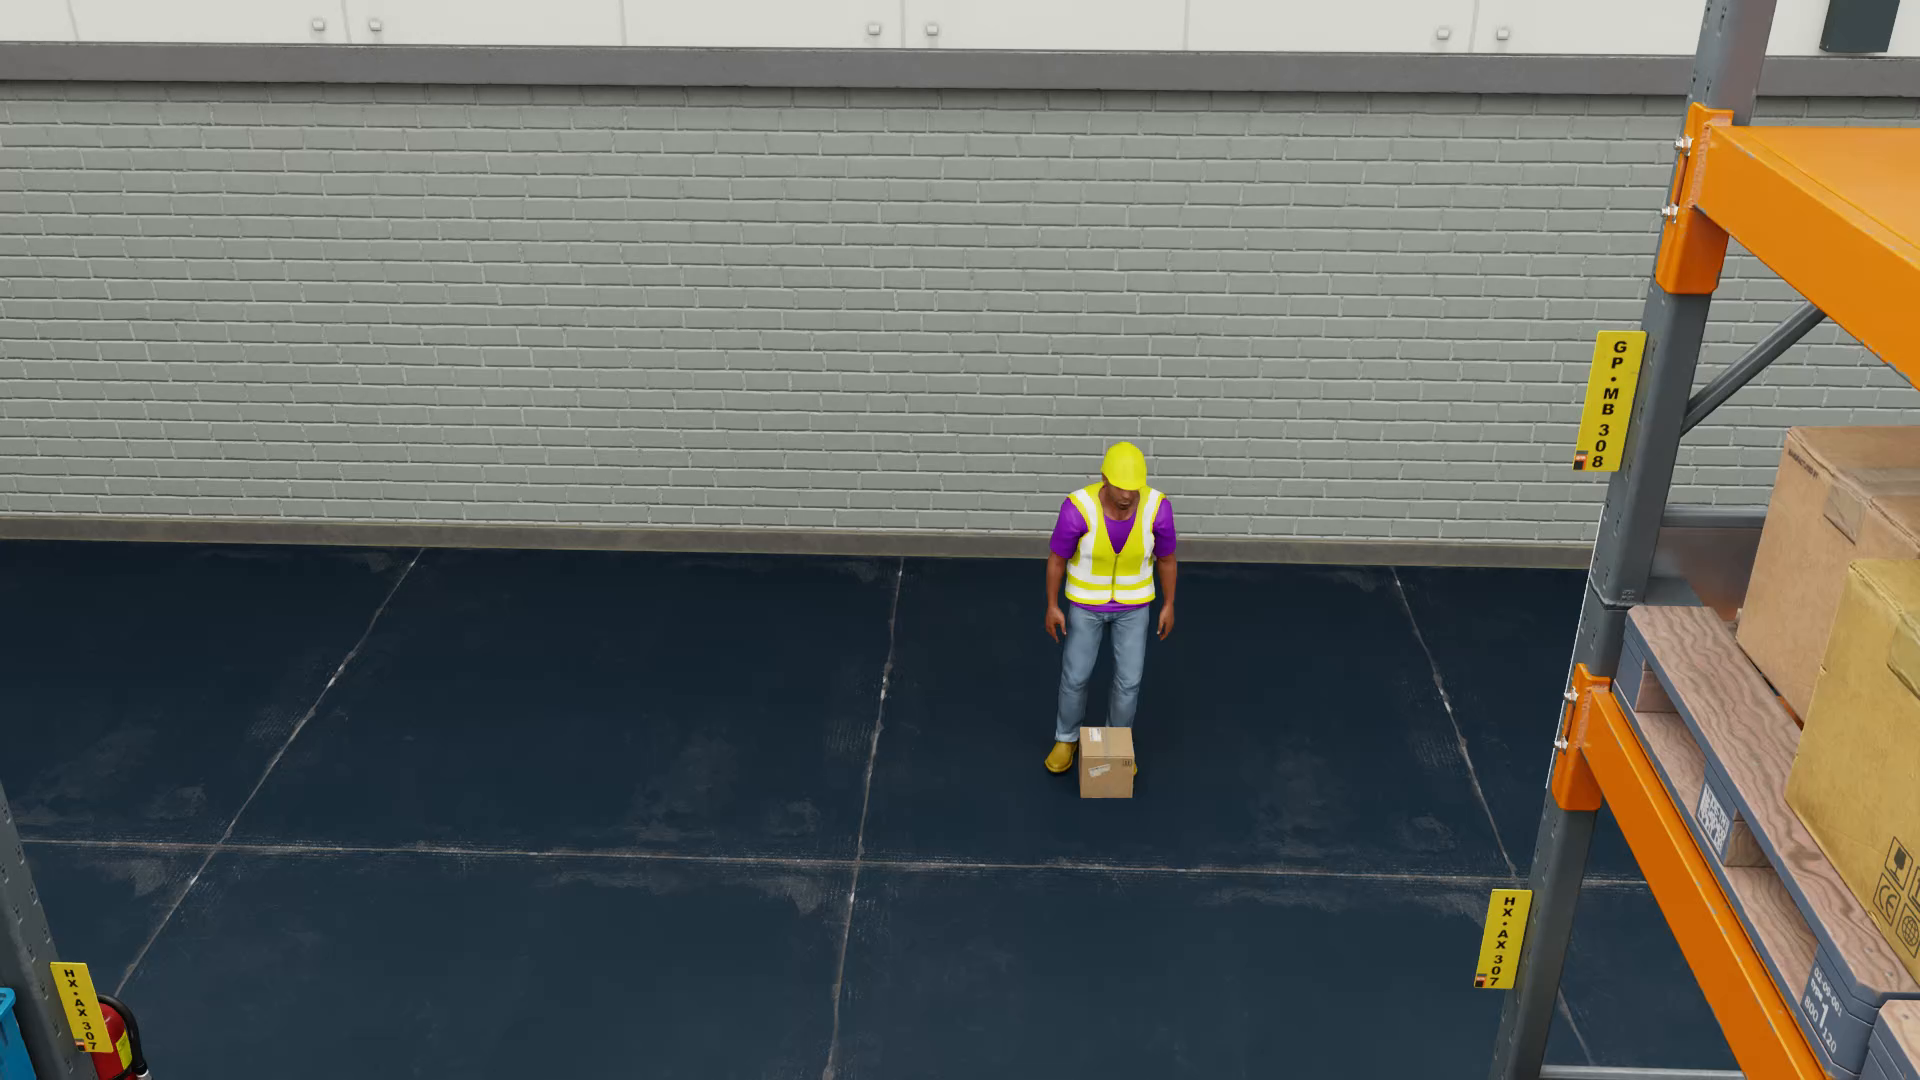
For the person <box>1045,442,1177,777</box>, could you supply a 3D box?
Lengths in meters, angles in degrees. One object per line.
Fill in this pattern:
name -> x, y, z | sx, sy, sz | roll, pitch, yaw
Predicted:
person -> 0.724, 0.319, 7.998 | 0.634, 1.760, 0.459 | -1, 28, -1
